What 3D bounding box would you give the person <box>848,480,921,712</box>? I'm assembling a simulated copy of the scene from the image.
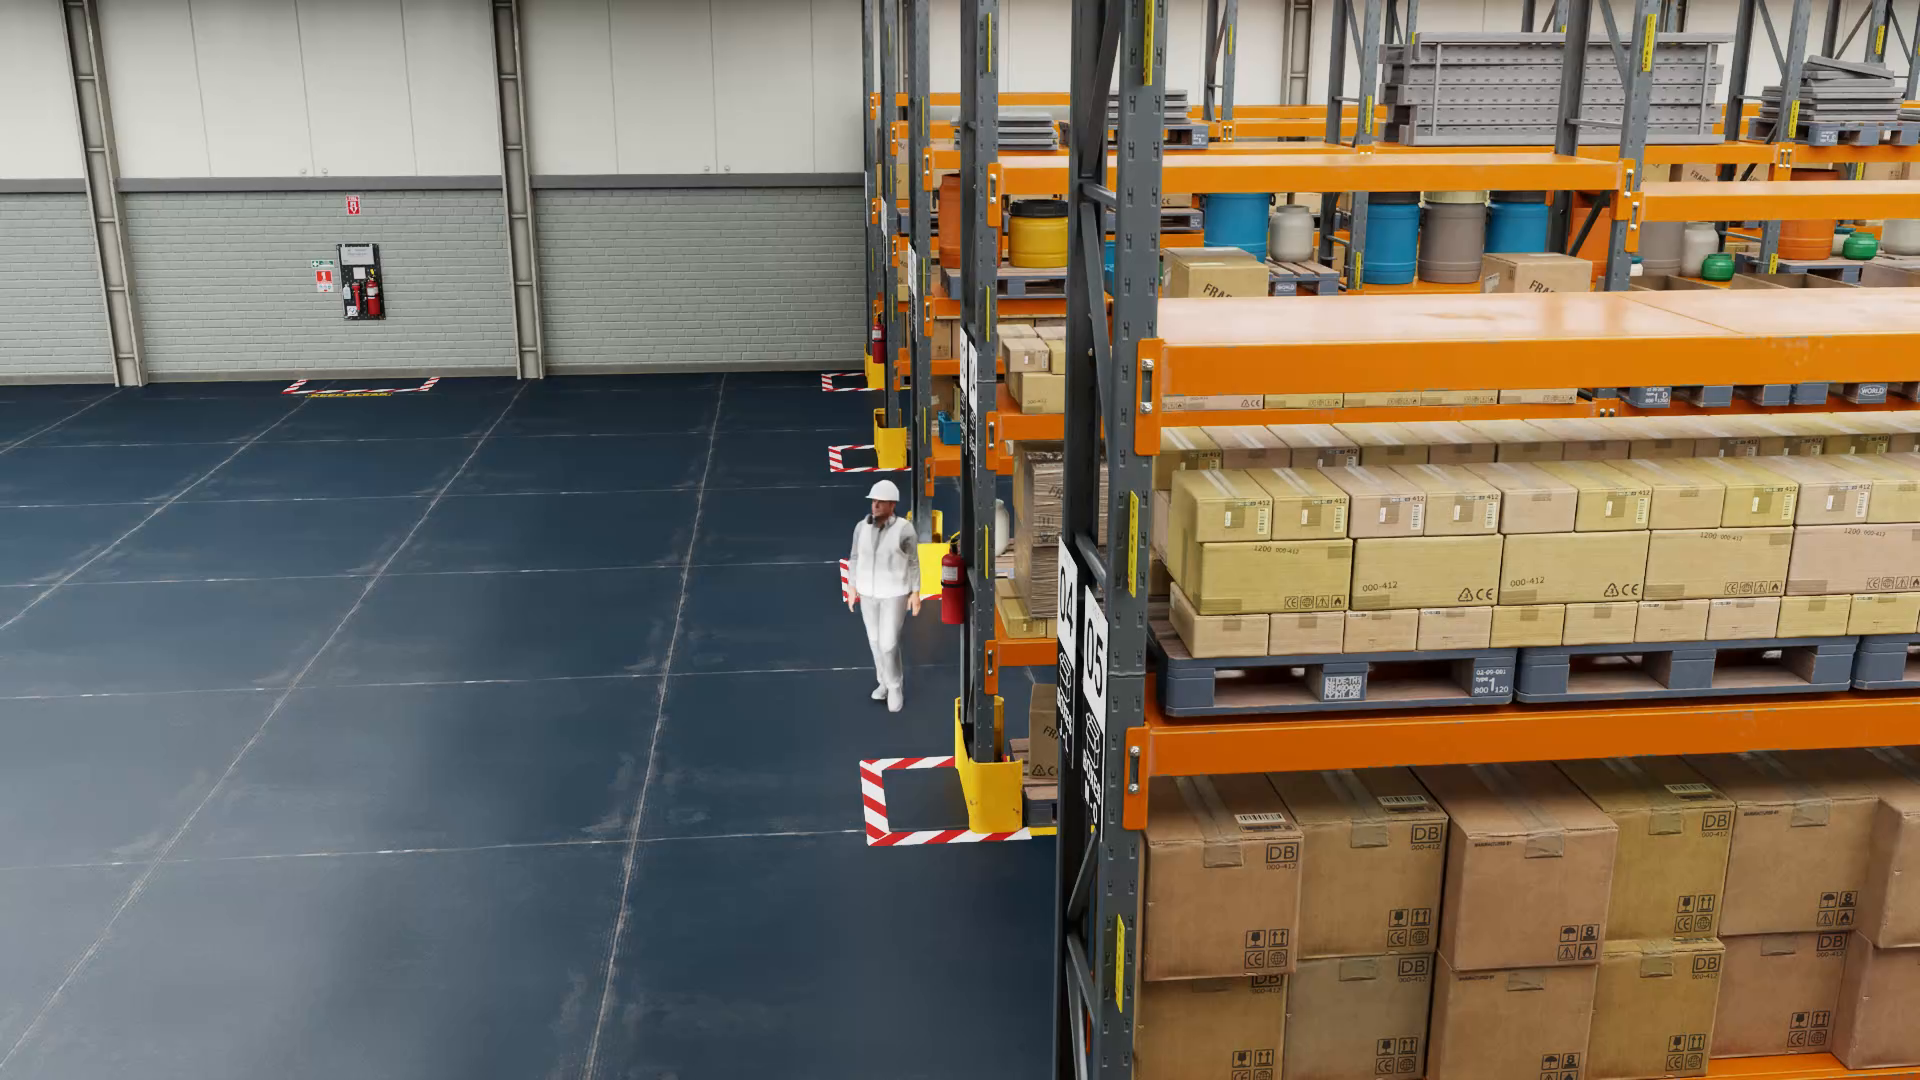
[{"bbox_3d":[-0.614,0.439,12.919,0.568,1.820,0.507,7,18,24],"label":"person"}]
